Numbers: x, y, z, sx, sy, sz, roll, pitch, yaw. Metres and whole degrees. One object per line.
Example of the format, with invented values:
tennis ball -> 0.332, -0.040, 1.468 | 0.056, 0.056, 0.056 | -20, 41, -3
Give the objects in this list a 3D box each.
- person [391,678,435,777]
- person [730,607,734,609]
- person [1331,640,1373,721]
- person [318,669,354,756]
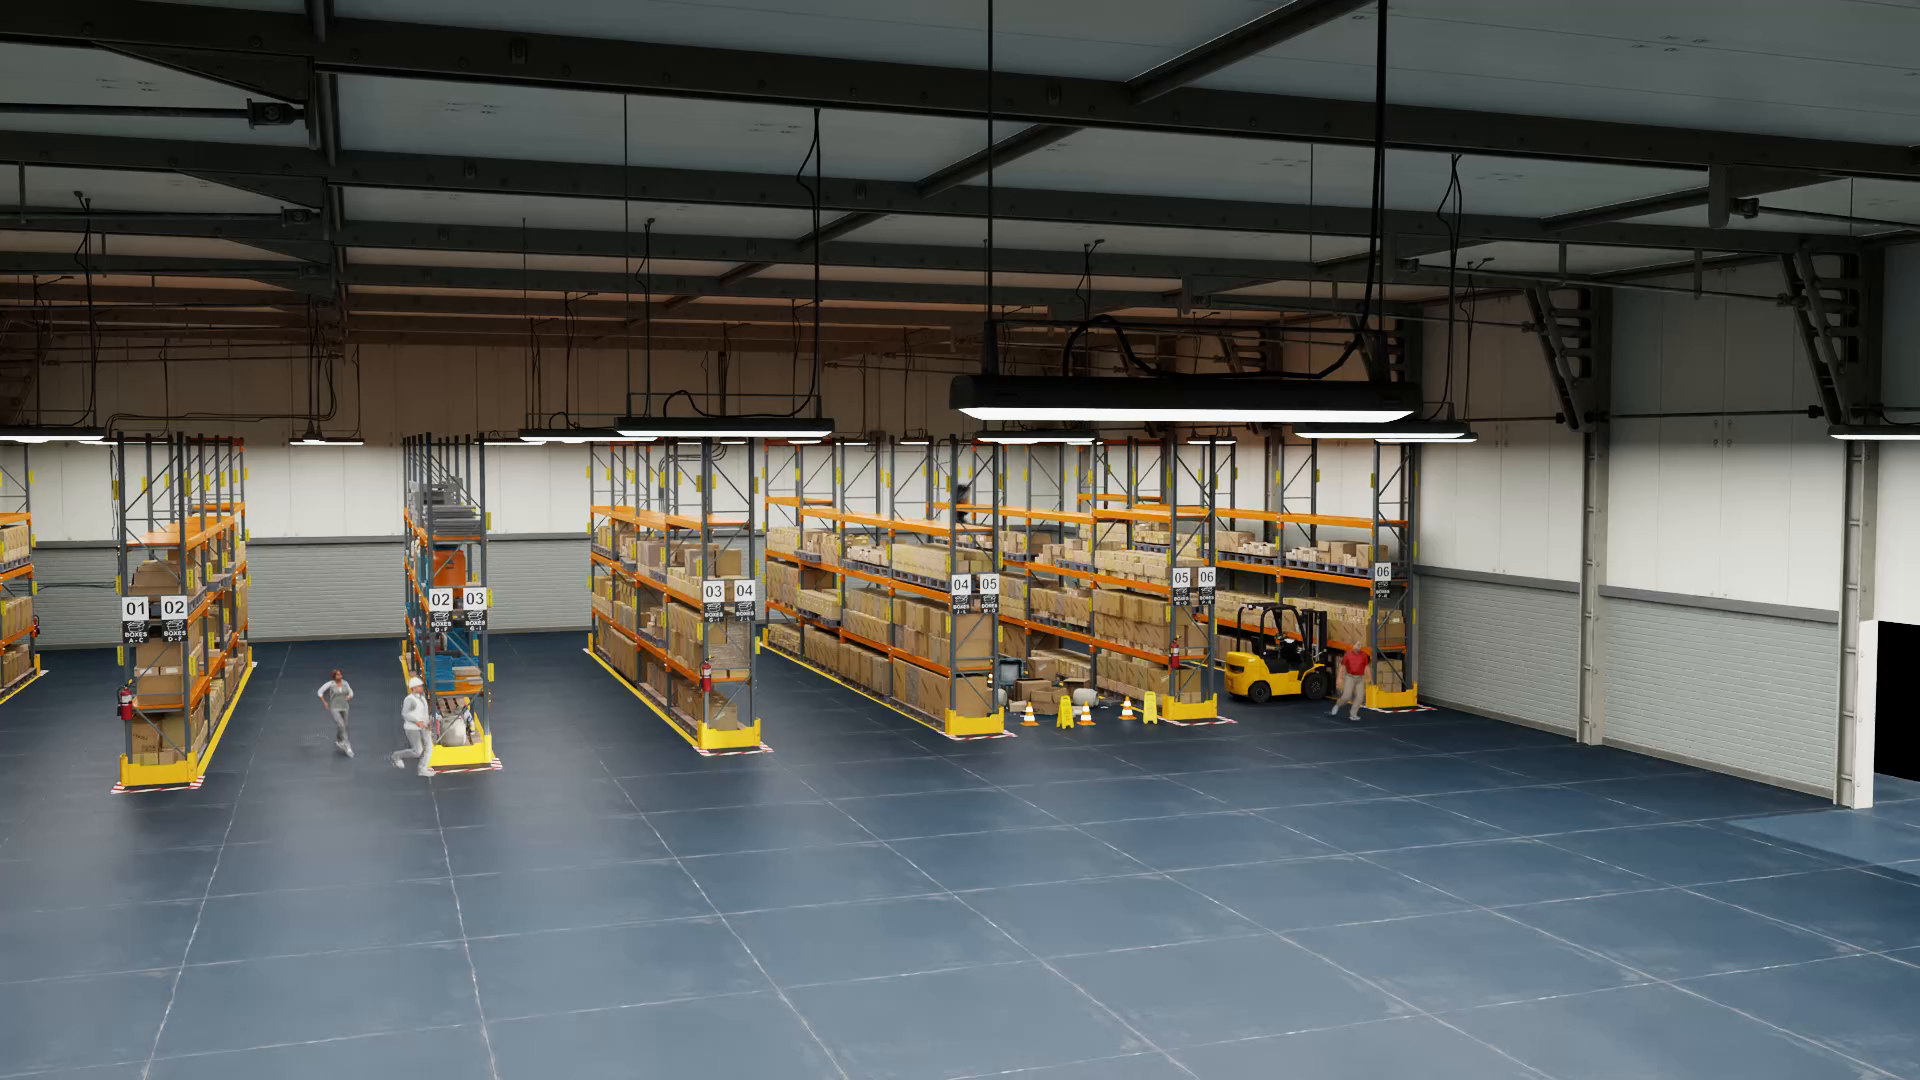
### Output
person -> -9.520, 3.260, 28.968 | 0.764, 1.740, 0.671 | 1, 3, 15
person -> -6.596, 2.338, 47.167 | 0.512, 1.559, 0.810 | -3, 4, -41
person -> 8.243, 2.933, 35.010 | 0.715, 1.699, 0.698 | -1, 3, -13
person -> -11.619, 3.200, 31.034 | 0.607, 1.614, 0.777 | -3, 4, -43
